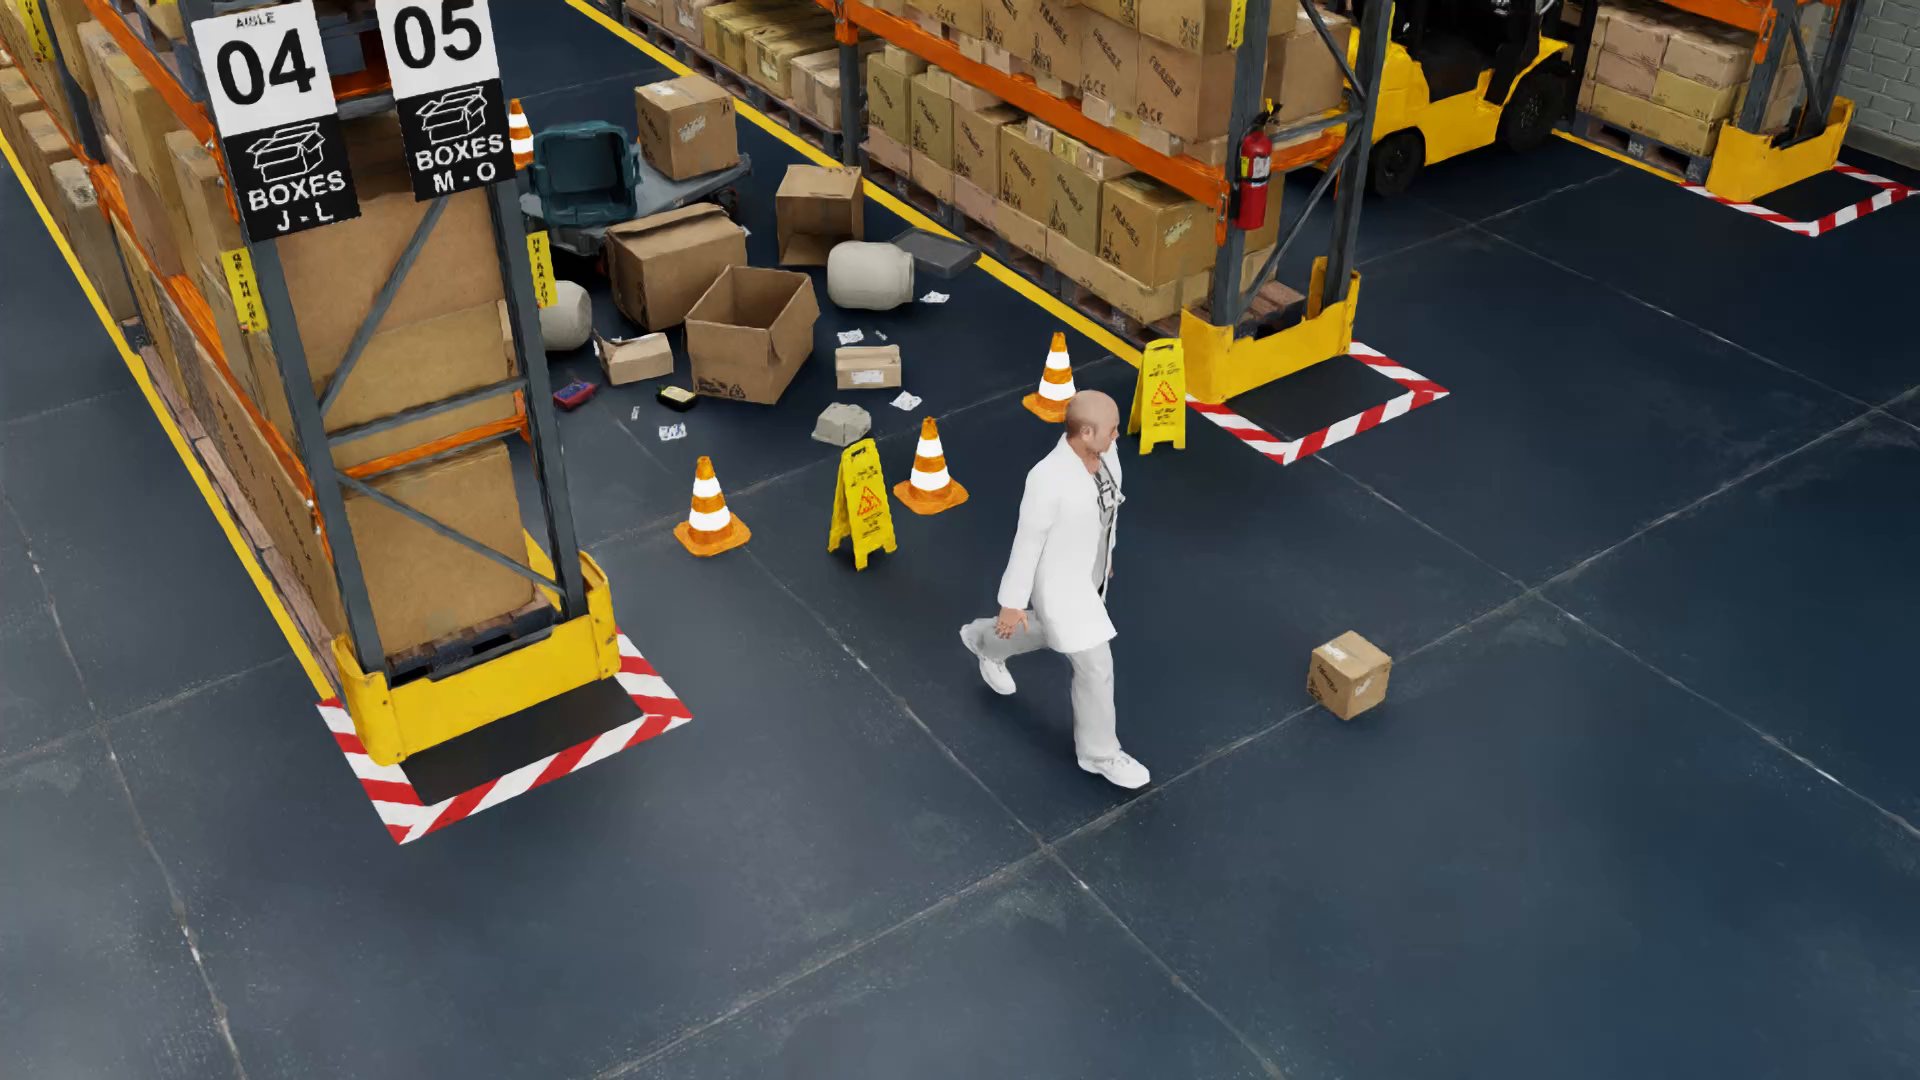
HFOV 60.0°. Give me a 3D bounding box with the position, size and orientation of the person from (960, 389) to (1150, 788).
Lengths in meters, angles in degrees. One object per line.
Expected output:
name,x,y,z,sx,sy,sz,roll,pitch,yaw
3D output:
person,0.408,0.134,6.855,1.094,1.735,0.666,20,40,25
